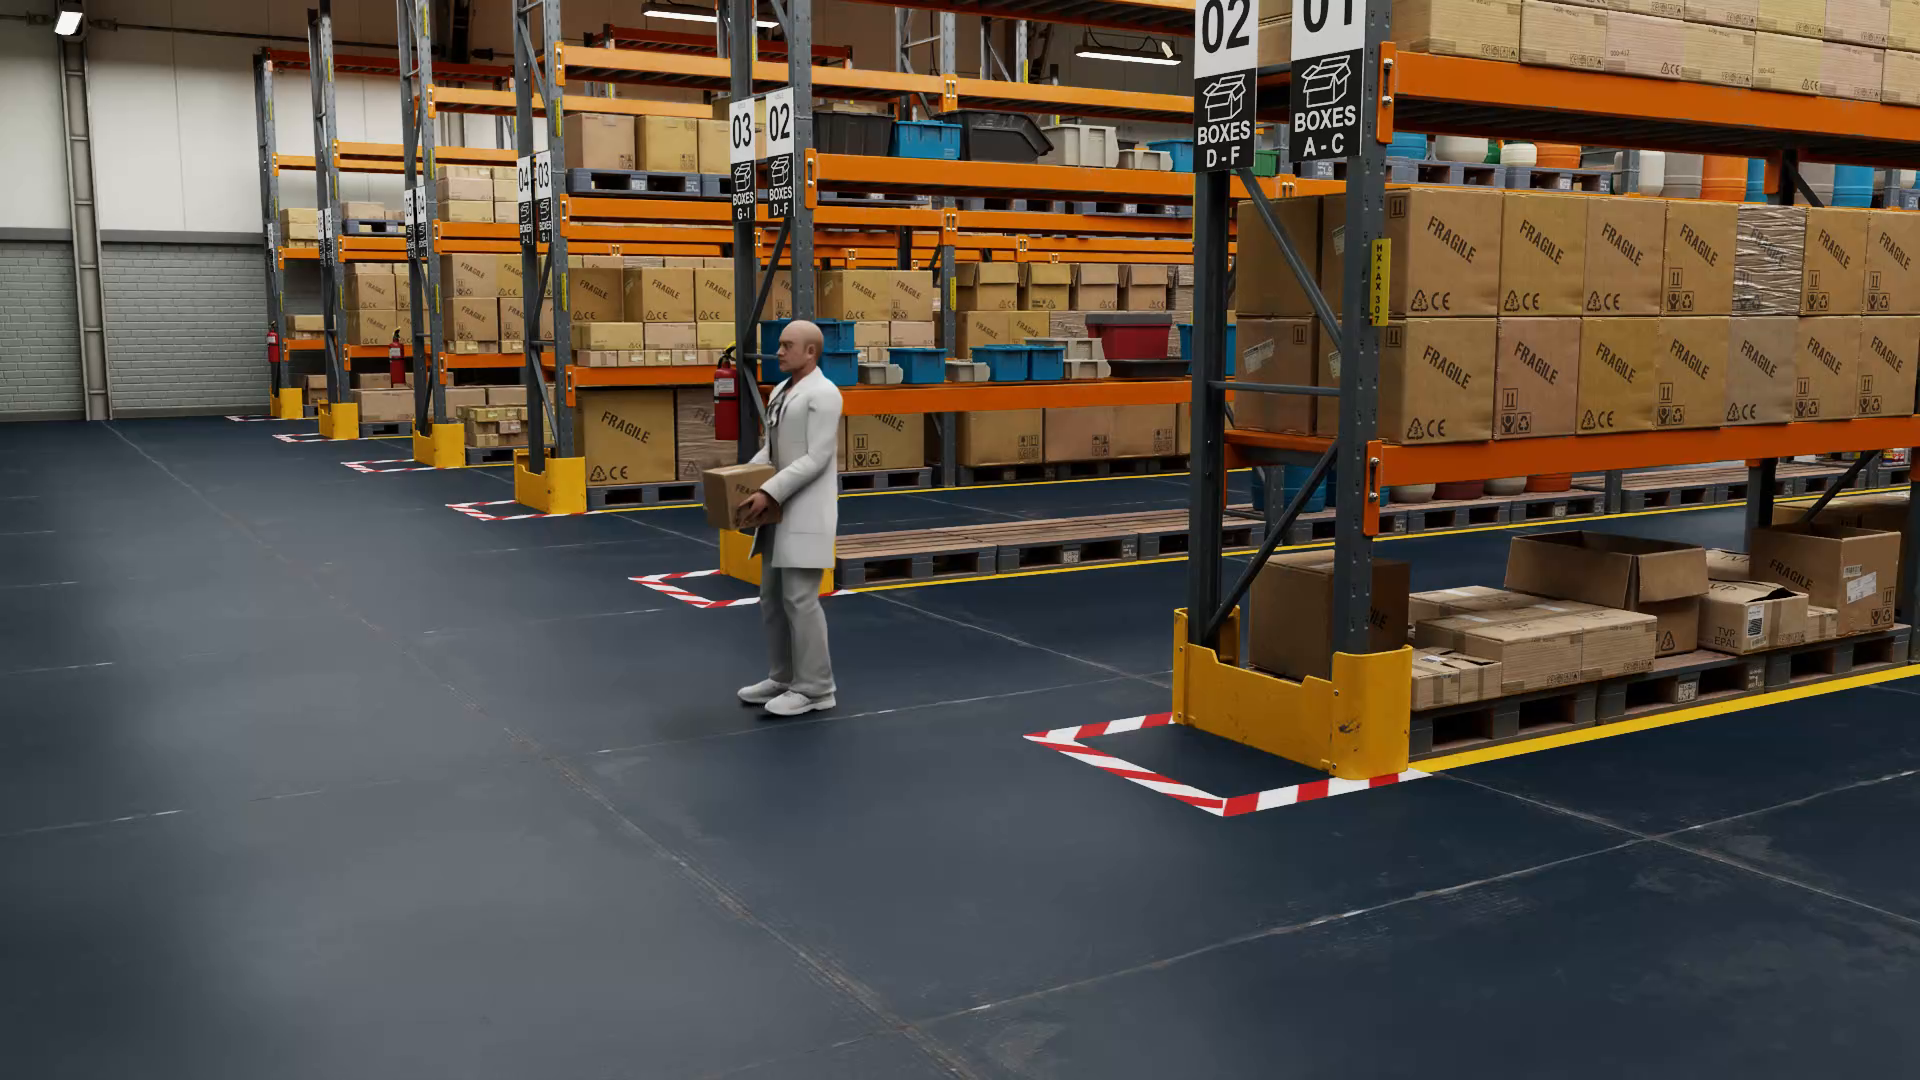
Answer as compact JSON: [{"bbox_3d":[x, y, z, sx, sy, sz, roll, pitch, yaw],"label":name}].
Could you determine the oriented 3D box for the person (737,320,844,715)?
[{"bbox_3d":[-0.825,-0.104,7.583,0.517,1.782,0.559,-5,9,-31],"label":"person"}]
